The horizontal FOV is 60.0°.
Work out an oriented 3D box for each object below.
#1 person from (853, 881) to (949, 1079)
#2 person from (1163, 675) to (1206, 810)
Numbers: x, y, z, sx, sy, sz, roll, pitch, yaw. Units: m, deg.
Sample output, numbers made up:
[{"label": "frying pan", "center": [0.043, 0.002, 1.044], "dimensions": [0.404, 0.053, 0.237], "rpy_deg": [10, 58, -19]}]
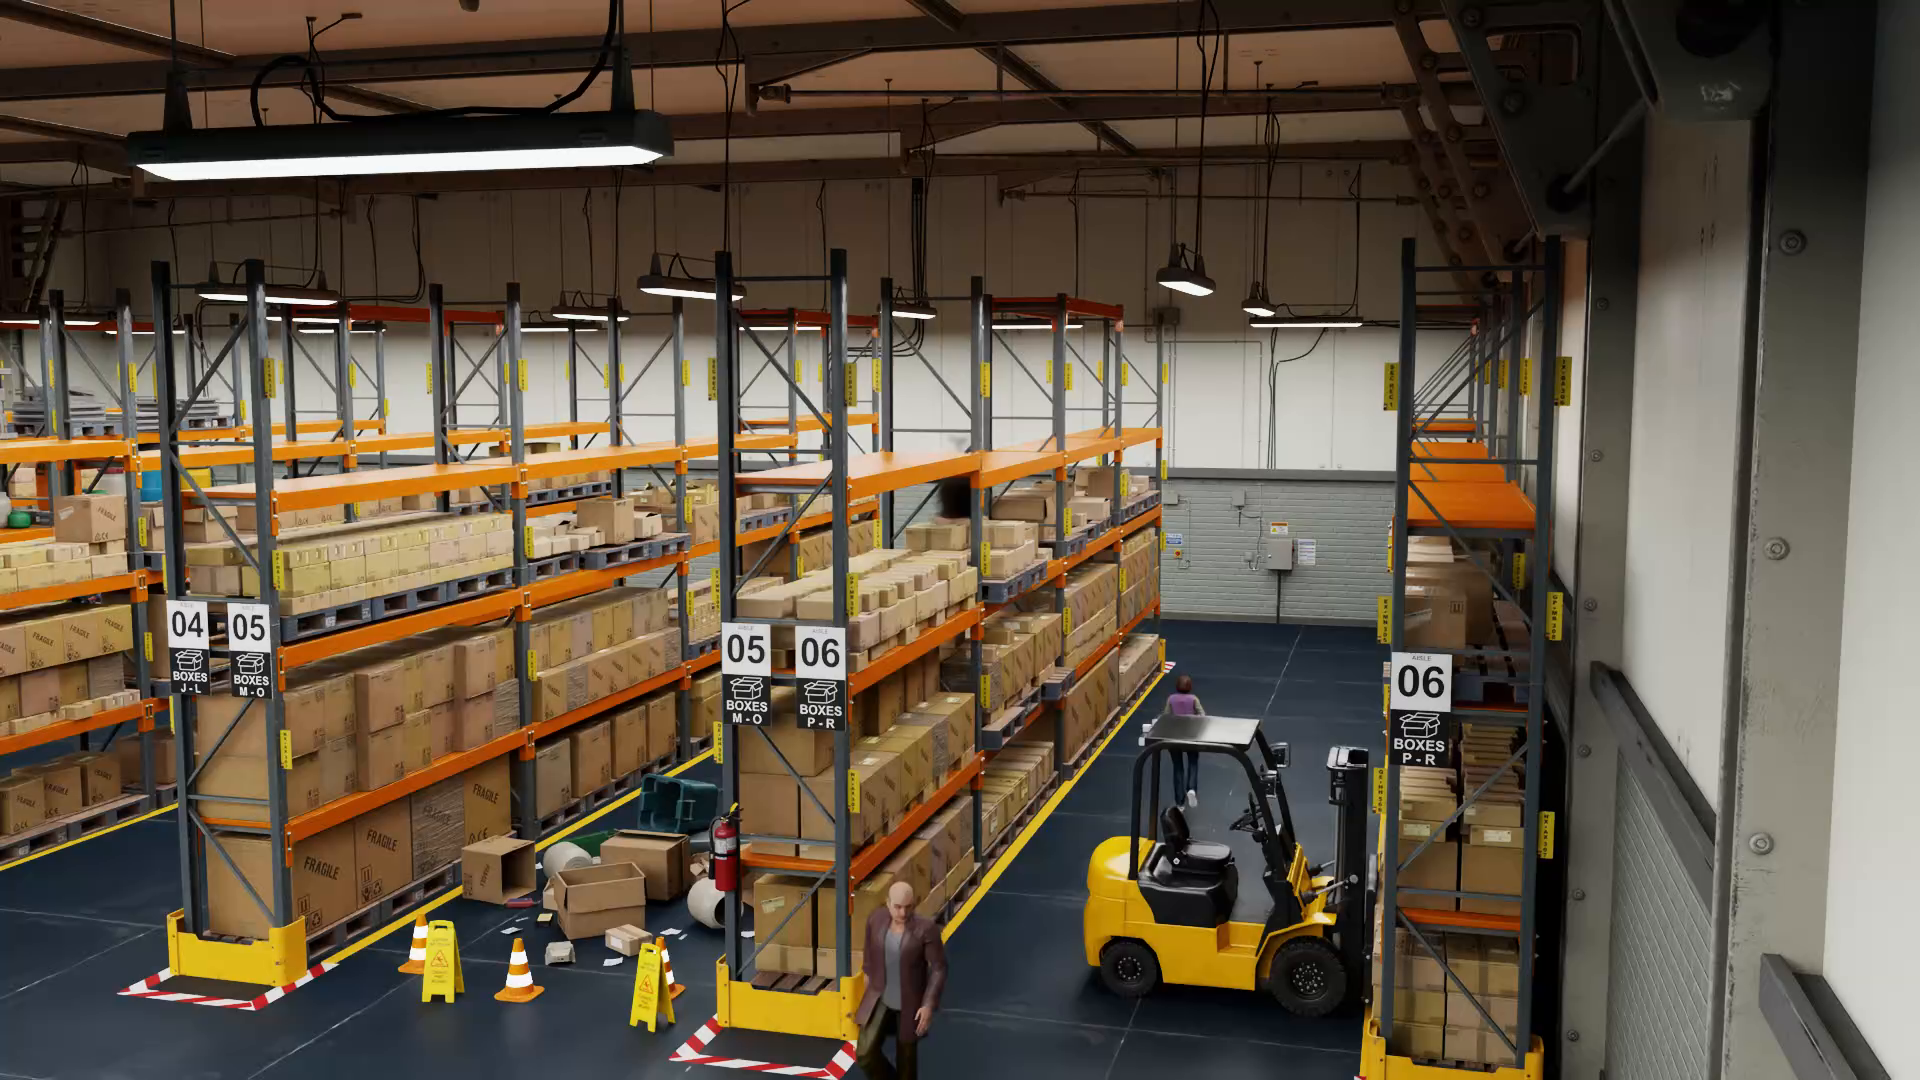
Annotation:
[{"label": "person", "center": [-0.394, 3.160, 11.259], "dimensions": [0.694, 1.624, 0.771], "rpy_deg": [2, 6, 14]}, {"label": "person", "center": [2.612, 2.341, 19.335], "dimensions": [0.542, 1.544, 0.608], "rpy_deg": [1, 6, 12]}]
